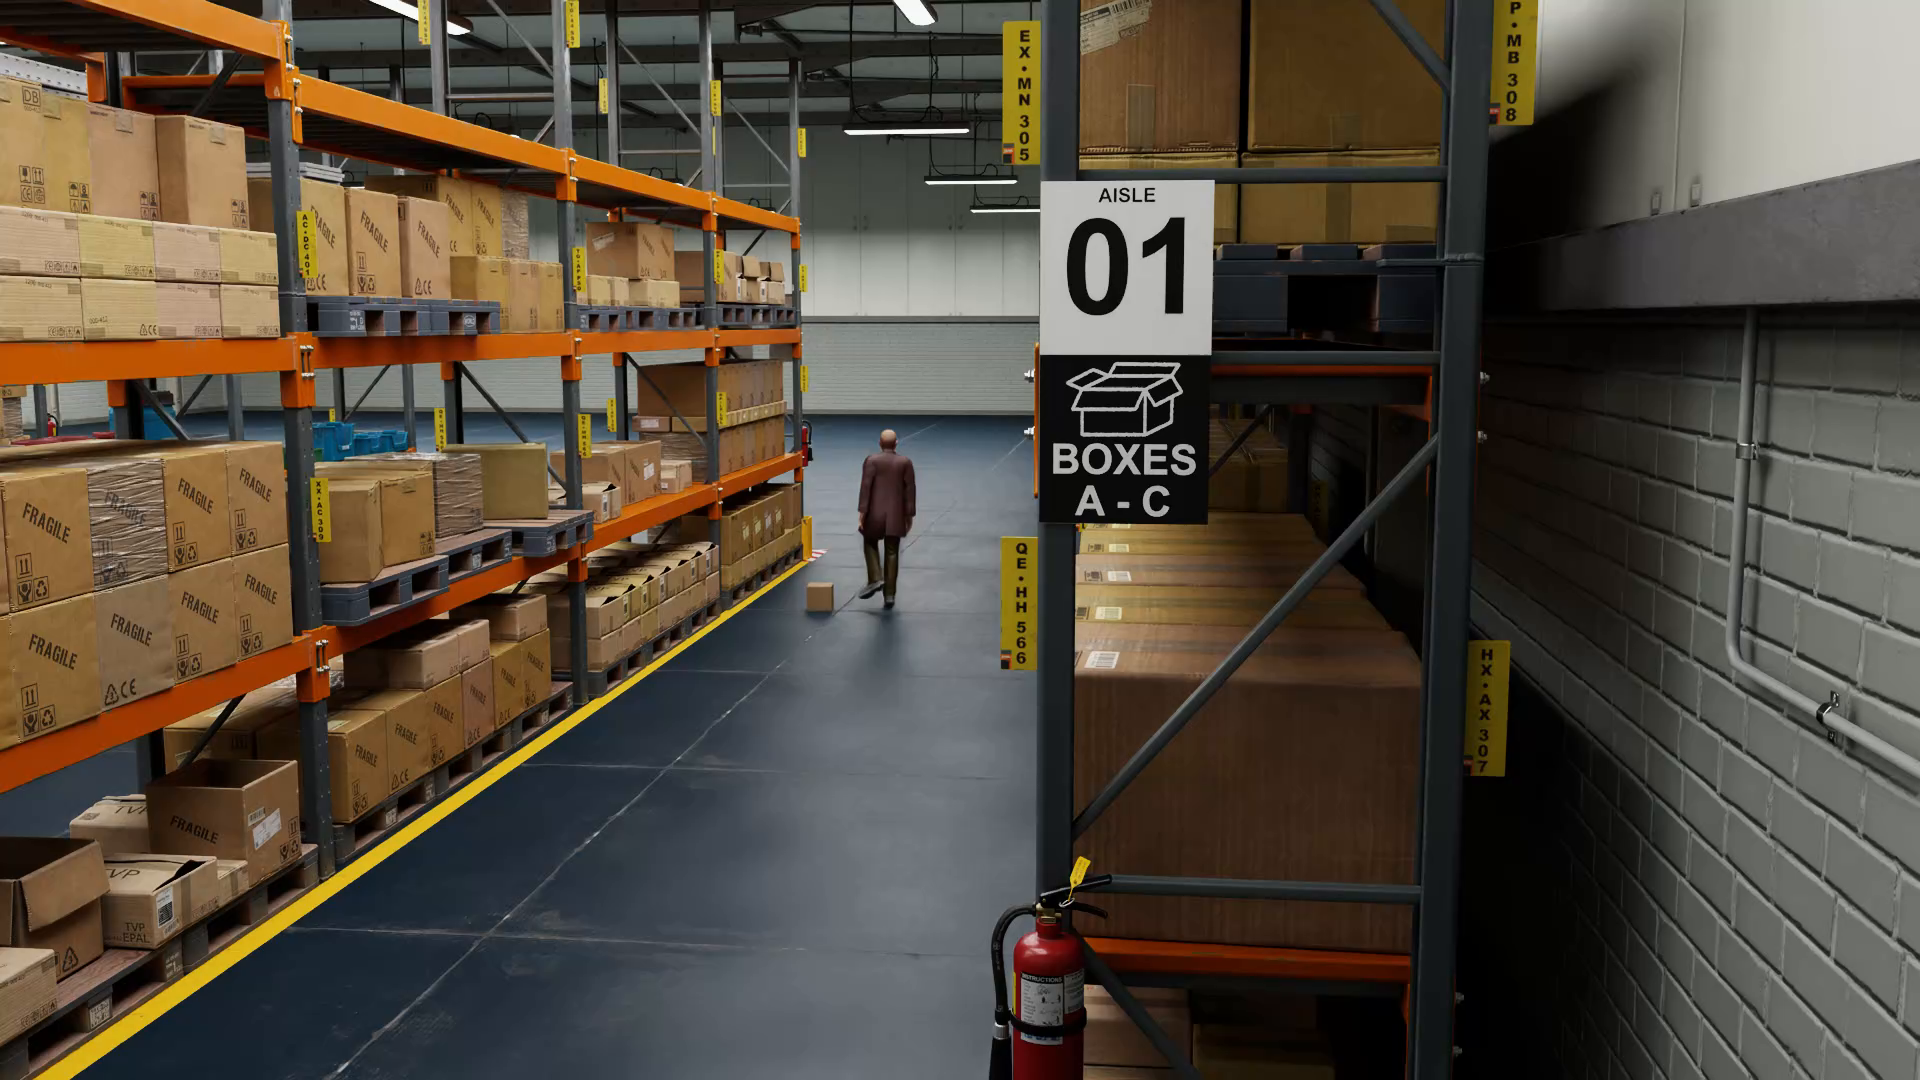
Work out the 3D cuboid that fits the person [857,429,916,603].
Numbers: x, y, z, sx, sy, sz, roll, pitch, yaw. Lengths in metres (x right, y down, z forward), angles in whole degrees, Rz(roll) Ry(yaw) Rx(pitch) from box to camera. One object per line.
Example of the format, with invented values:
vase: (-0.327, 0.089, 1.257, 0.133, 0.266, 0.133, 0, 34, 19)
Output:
person: (-0.754, -0.252, 17.114, 0.618, 1.763, 0.556, -1, 8, -8)
